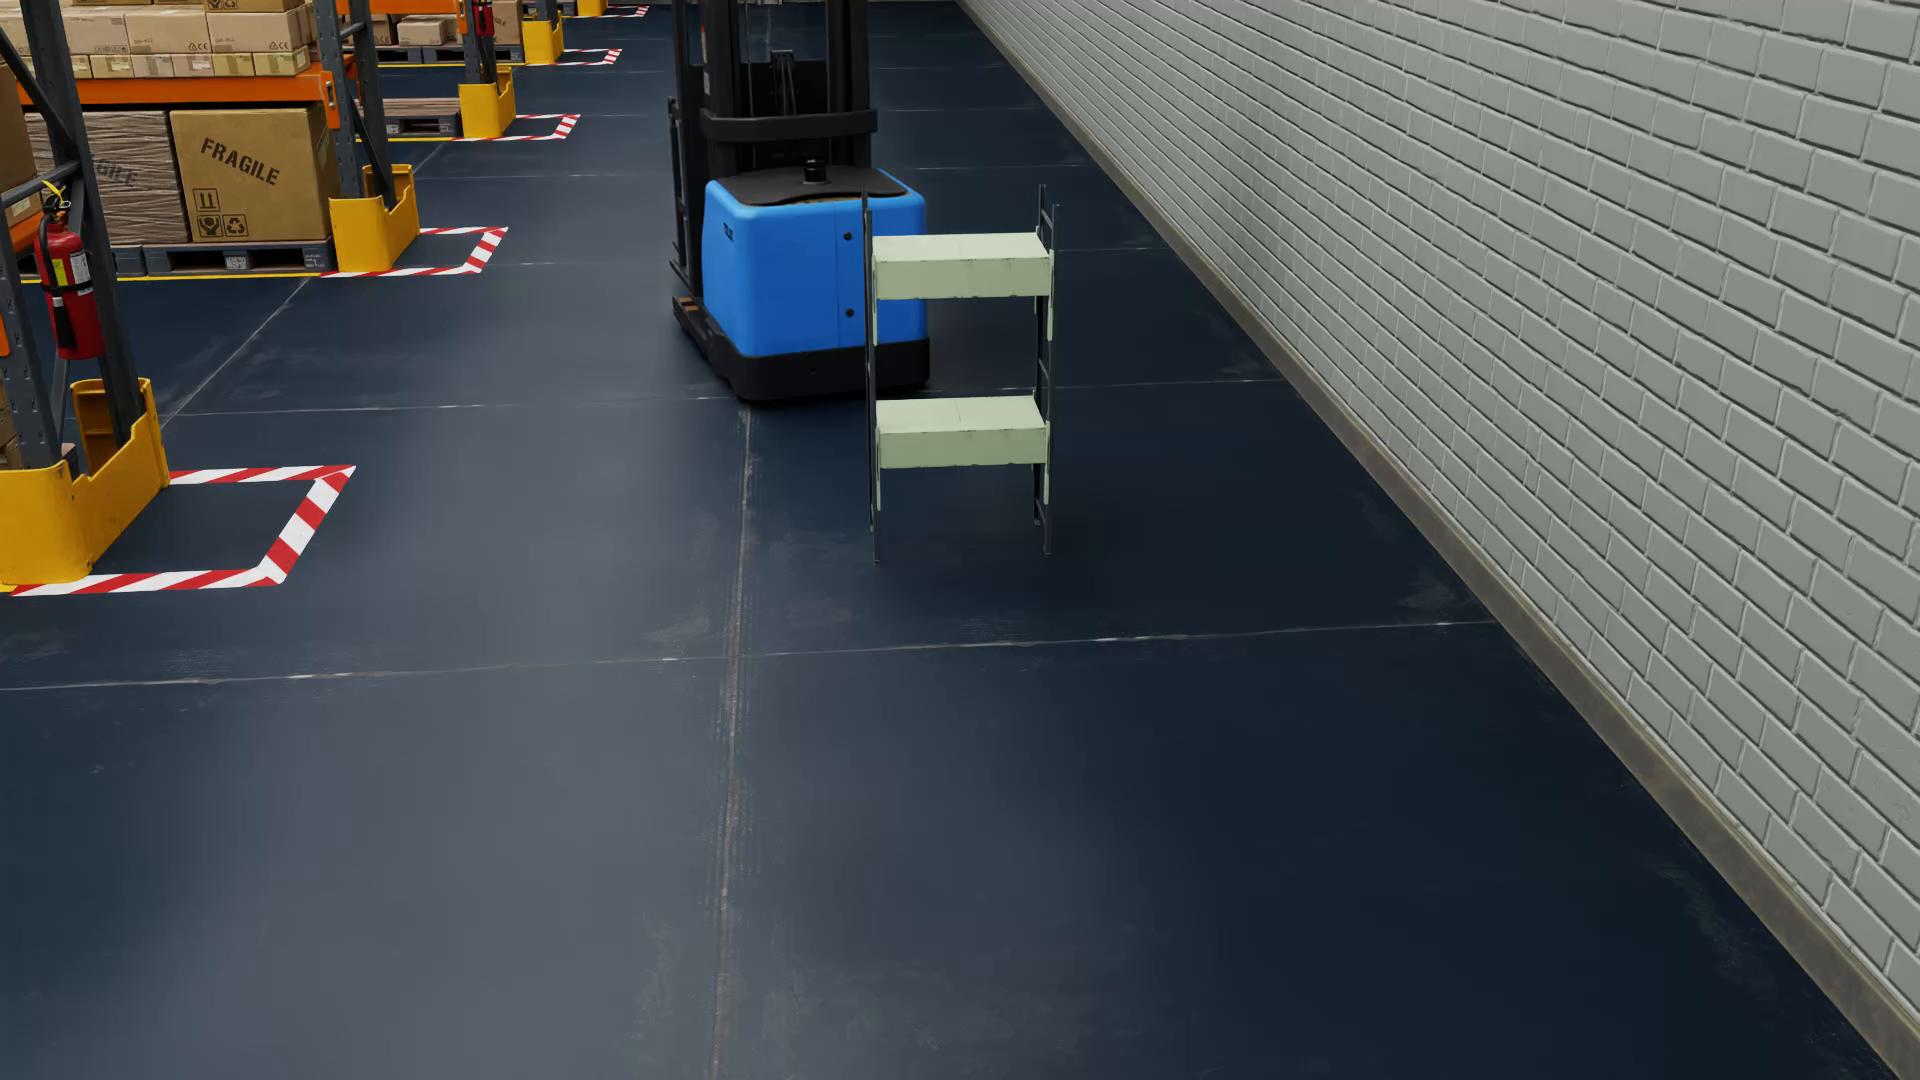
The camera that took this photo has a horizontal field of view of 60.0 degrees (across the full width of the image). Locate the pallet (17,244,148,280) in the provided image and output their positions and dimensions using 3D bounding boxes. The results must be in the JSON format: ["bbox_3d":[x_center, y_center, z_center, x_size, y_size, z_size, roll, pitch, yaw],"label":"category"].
[{"bbox_3d":[-6.164,-2.051,11.605,1.213,0.211,1.003,-2,24,-5],"label":"pallet"}]

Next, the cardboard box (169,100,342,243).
[{"bbox_3d":[-4.793,-2.599,11.504,0.875,0.875,0.875,-2,24,-5],"label":"cardboard box"}]

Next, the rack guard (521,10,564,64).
[{"bbox_3d":[-5.210,-6.295,20.798,0.348,0.500,1.175,-2,24,-5],"label":"rack guard"}]

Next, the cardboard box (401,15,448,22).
[{"bbox_3d":[-6.698,-6.438,20.885,0.500,0.250,0.500,-2,24,-5],"label":"cardboard box"}]

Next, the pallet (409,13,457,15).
[{"bbox_3d":[-7.624,-8.057,25.118,1.213,0.211,1.003,-2,24,-5],"label":"pallet"}]

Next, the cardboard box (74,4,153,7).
[{"bbox_3d":[-5.685,-3.552,11.366,0.500,0.250,0.500,-3,24,-7],"label":"cardboard box"}]

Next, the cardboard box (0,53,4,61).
[{"bbox_3d":[-4.250,-2.155,6.686,0.500,0.500,0.500,-2,24,-5],"label":"cardboard box"}]

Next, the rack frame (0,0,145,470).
[{"bbox_3d":[-3.777,-1.427,6.768,0.127,3.000,1.000,-2,24,-5],"label":"rack frame"}]

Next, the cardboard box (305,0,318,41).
[{"bbox_3d":[-4.668,-3.594,11.460,0.500,0.250,0.500,-3,24,-7],"label":"cardboard box"}]

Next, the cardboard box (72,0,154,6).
[{"bbox_3d":[-5.681,-3.893,11.211,0.500,0.500,0.500,-3,24,-7],"label":"cardboard box"}]

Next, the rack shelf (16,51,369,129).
[{"bbox_3d":[-6.155,-3.028,11.254,4.000,0.370,1.077,-2,24,-5],"label":"rack shelf"}]

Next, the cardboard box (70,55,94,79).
[{"bbox_3d":[-5.761,-3.122,10.891,0.250,0.149,0.380,-2,24,-5],"label":"cardboard box"}]

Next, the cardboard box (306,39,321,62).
[{"bbox_3d":[-4.550,-3.441,11.607,0.250,0.149,0.380,-2,24,-5],"label":"cardboard box"}]

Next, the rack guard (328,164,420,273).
[{"bbox_3d":[-4.140,-2.295,11.798,0.348,0.500,1.175,-2,24,-5],"label":"rack guard"}]

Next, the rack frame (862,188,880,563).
[{"bbox_3d":[-0.371,-0.670,6.912,0.023,1.500,0.400,-2,24,-5],"label":"rack frame"}]

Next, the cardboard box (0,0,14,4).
[{"bbox_3d":[-6.709,-3.510,11.272,0.500,0.250,0.500,-2,24,-4],"label":"cardboard box"}]

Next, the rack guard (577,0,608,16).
[{"bbox_3d":[-5.601,-8.301,25.311,0.348,0.500,1.175,-2,24,-5],"label":"rack guard"}]

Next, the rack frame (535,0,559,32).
[{"bbox_3d":[-5.134,-7.440,20.297,0.127,3.000,1.000,-2,24,-5],"label":"rack frame"}]

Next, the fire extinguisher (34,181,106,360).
[{"bbox_3d":[-3.481,-1.045,6.463,0.183,0.674,0.296,-2,24,-5],"label":"fire extinguisher"}]

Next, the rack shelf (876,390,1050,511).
[{"bbox_3d":[-0.007,-0.387,7.077,0.720,0.370,0.431,-2,24,-5],"label":"rack shelf"}]

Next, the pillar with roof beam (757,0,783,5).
[{"bbox_3d":[-2.600,-10.901,20.697,0.400,9.000,9.100,-2,24,-5],"label":"pillar with roof beam"}]

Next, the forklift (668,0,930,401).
[{"bbox_3d":[-1.129,-2.641,9.583,1.130,2.935,3.031,-8,25,-18],"label":"forklift"}]

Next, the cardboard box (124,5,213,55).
[{"bbox_3d":[-5.125,-3.357,10.928,0.500,0.250,0.500,-3,24,-6],"label":"cardboard box"}]

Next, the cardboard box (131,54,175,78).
[{"bbox_3d":[-5.244,-3.144,10.939,0.250,0.149,0.380,-2,24,-4],"label":"cardboard box"}]

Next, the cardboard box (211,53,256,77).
[{"bbox_3d":[-4.745,-3.163,10.983,0.250,0.149,0.380,-2,24,-5],"label":"cardboard box"}]

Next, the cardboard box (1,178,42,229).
[{"bbox_3d":[-4.132,-1.432,7.088,0.250,0.149,0.380,-2,24,-6],"label":"cardboard box"}]

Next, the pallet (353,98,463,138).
[{"bbox_3d":[-5.476,-4.147,16.320,1.213,0.211,1.003,-2,24,-5],"label":"pallet"}]

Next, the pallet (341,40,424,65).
[{"bbox_3d":[-7.214,-6.083,20.677,1.213,0.211,1.003,-2,24,-5],"label":"pallet"}]

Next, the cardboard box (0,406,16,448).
[{"bbox_3d":[-4.324,-0.535,7.388,0.250,0.149,0.380,-1,24,-3],"label":"cardboard box"}]

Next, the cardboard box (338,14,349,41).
[{"bbox_3d":[-7.829,-6.421,20.771,0.500,0.311,0.500,-2,24,-5],"label":"cardboard box"}]

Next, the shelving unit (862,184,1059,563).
[{"bbox_3d":[-0.007,-0.685,6.945,0.755,1.500,0.431,-2,24,-5],"label":"shelving unit"}]

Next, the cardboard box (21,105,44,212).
[{"bbox_3d":[-6.585,-2.527,11.342,0.875,0.875,0.875,-2,24,-5],"label":"cardboard box"}]

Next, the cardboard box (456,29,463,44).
[{"bbox_3d":[-6.063,-6.246,20.555,0.250,0.166,0.380,-2,24,-5],"label":"cardboard box"}]

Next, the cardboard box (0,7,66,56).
[{"bbox_3d":[-6.150,-3.314,10.832,0.500,0.250,0.500,-2,24,-5],"label":"cardboard box"}]
